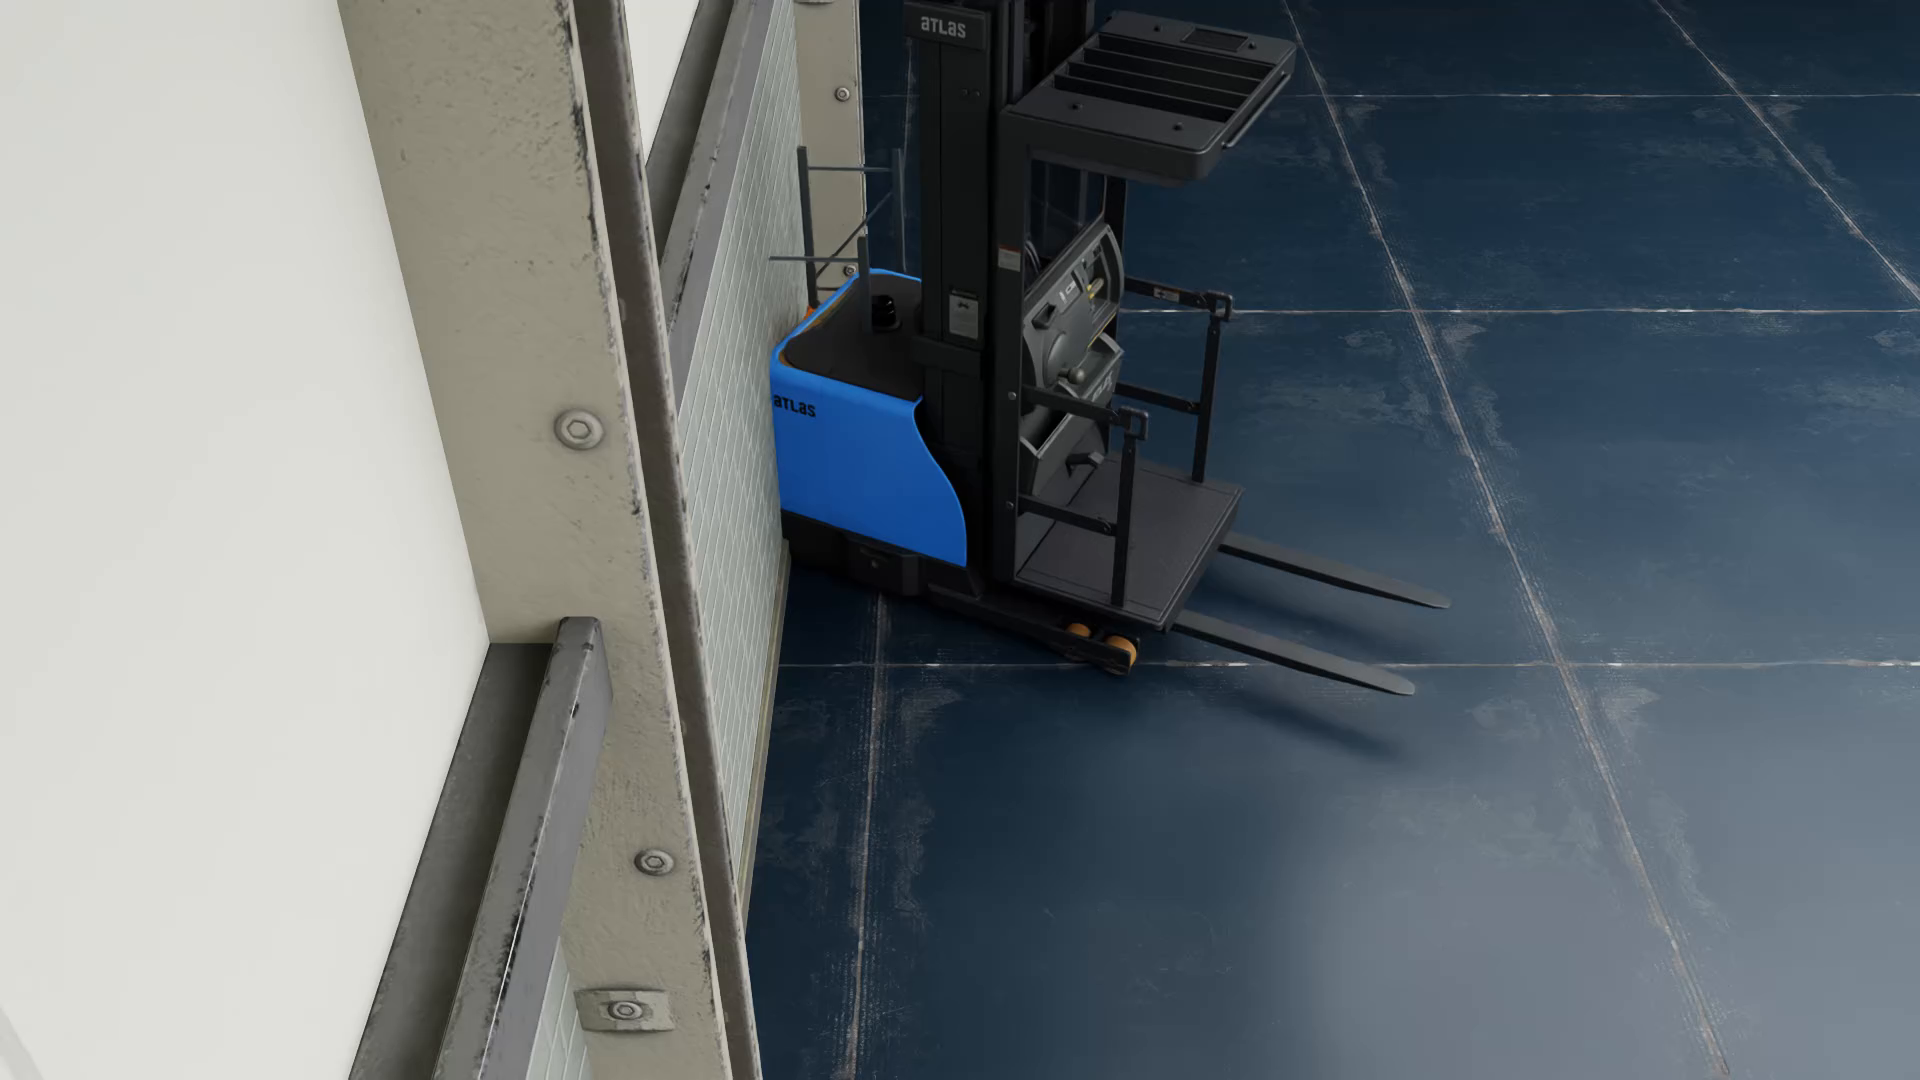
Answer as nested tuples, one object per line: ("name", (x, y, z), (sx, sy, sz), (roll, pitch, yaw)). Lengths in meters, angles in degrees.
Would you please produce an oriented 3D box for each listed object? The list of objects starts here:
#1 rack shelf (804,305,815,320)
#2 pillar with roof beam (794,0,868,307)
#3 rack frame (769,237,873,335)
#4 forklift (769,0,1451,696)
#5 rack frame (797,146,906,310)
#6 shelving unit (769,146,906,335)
("rack shelf", (-0.572, -0.824, 8.083), (0.538, 0.185, 1.000), (3, 35, 6))
("pillar with roof beam", (3.619, -4.841, 6.840), (9.100, 9.000, 0.400), (0, 39, 0))
("rack frame", (-0.631, -0.685, 7.566), (0.500, 1.500, 0.032), (3, 35, 6))
("forklift", (0.656, -0.939, 6.824), (3.031, 2.935, 1.130), (17, 42, 20))
("rack frame", (-0.520, -1.260, 8.396), (0.500, 1.500, 0.032), (3, 35, 6))
("shelving unit", (-0.576, -0.967, 7.974), (0.587, 1.500, 1.083), (3, 35, 6))
